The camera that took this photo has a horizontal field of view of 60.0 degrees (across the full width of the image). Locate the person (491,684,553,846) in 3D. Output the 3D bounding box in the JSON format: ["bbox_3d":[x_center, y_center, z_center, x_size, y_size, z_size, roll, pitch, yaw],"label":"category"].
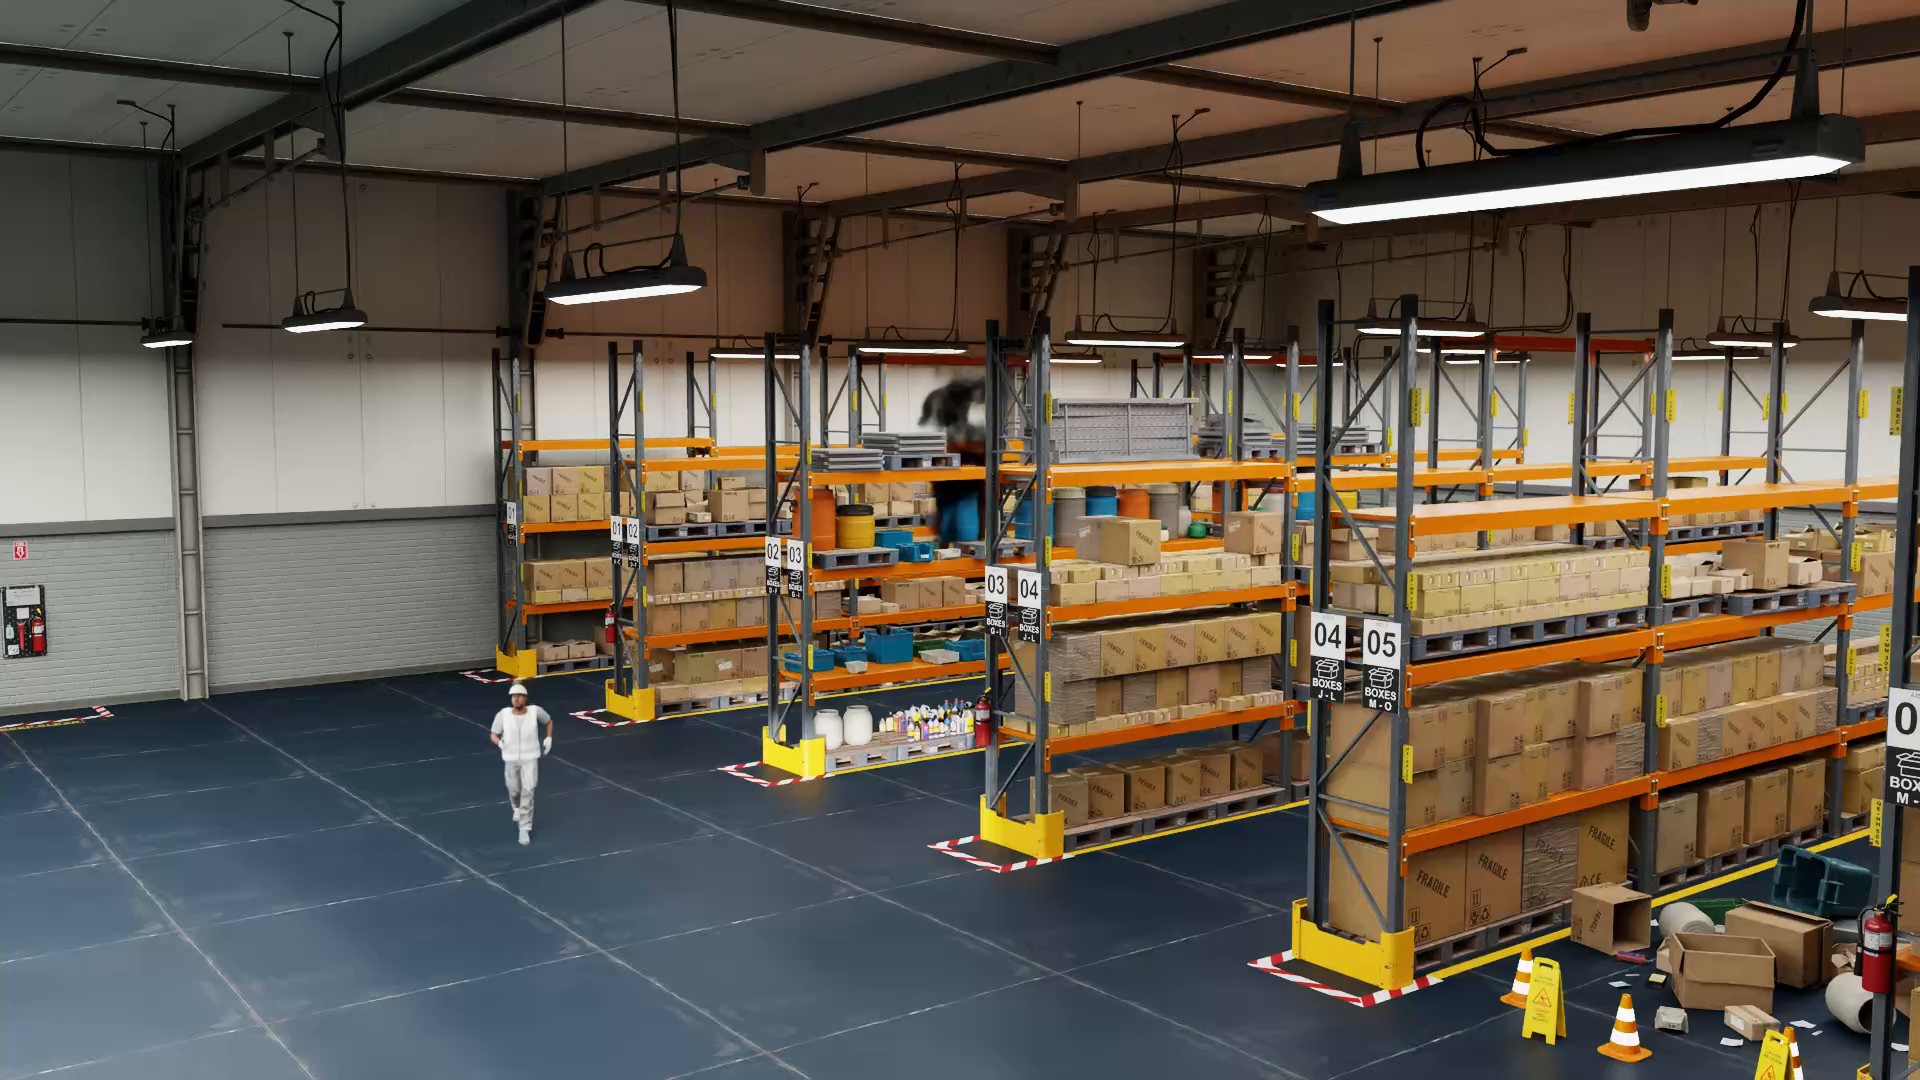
[{"bbox_3d":[-5.123,2.573,19.445,0.694,1.785,0.990,-1,5,-9],"label":"person"}]
